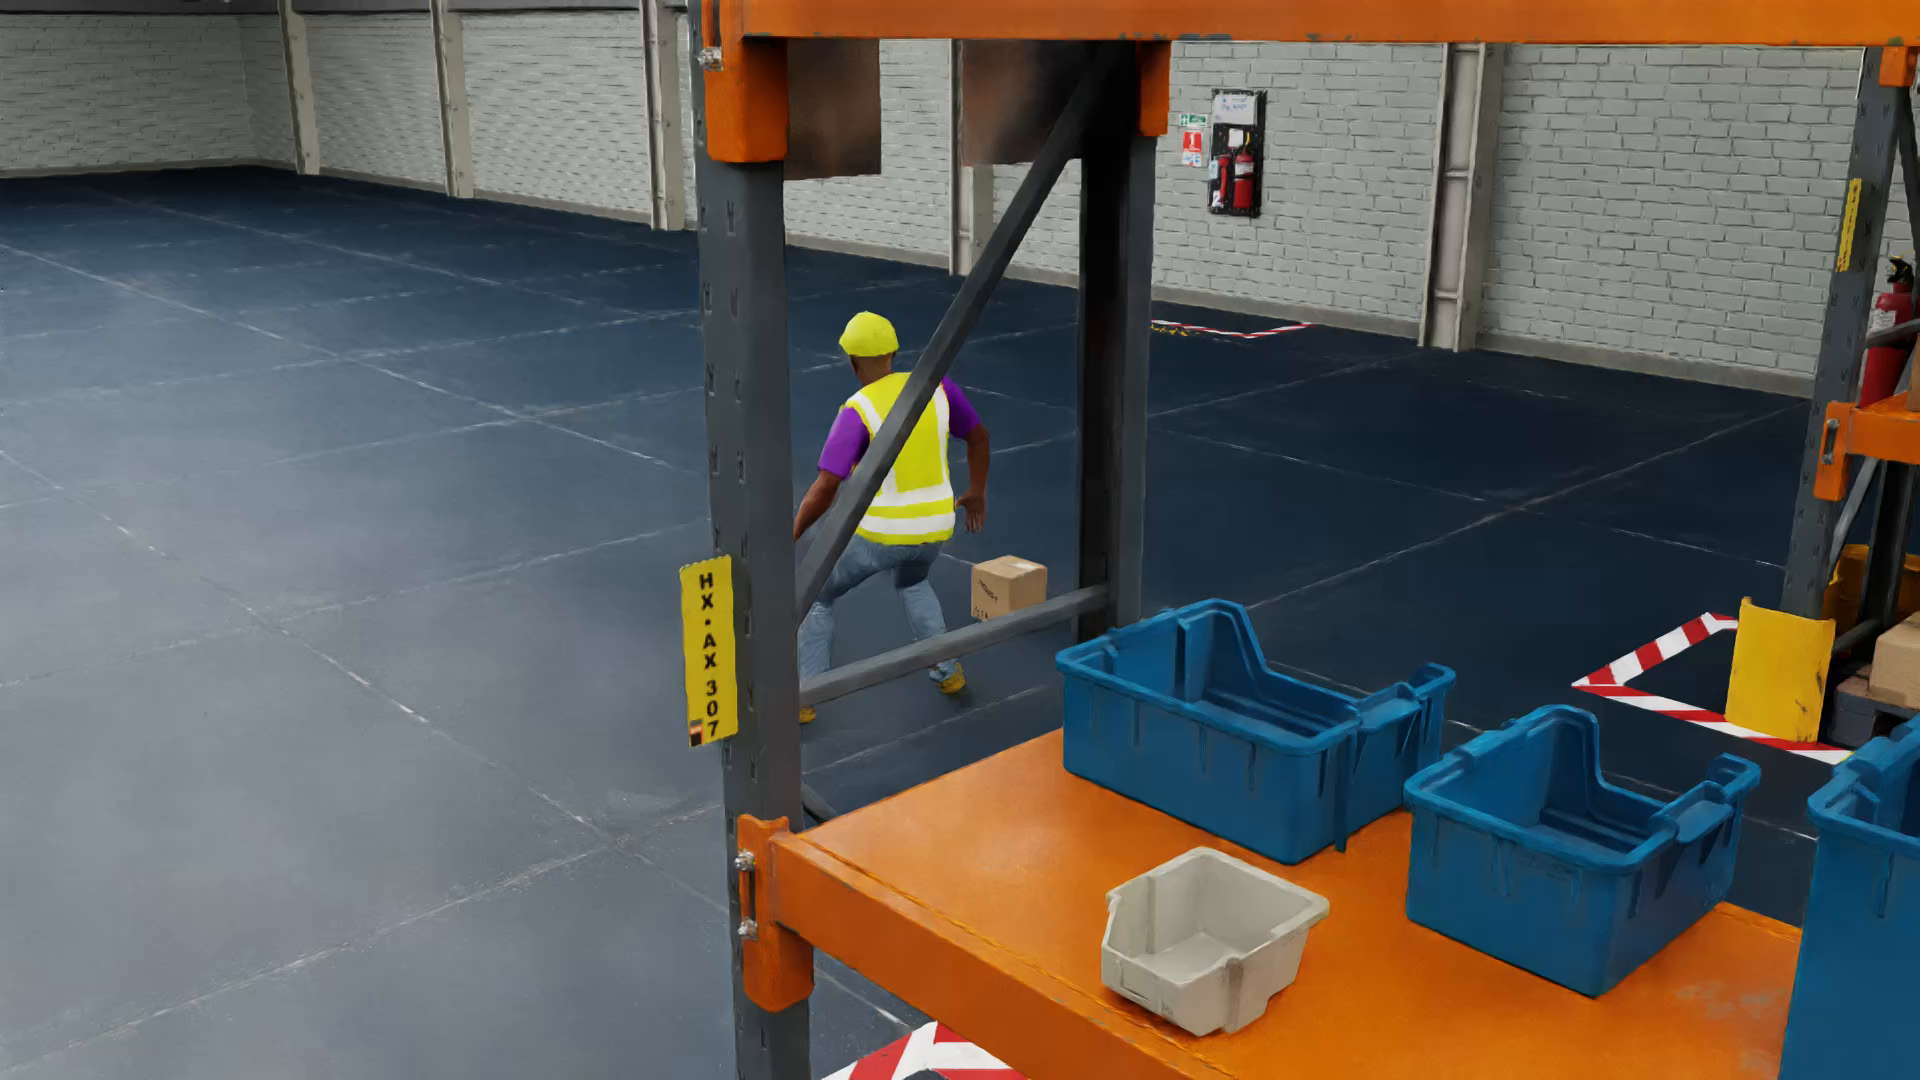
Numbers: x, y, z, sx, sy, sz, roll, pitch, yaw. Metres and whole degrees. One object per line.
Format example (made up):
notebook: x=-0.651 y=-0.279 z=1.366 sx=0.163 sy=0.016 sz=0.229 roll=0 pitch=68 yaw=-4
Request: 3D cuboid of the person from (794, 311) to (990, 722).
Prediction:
person: x=-0.333 y=-0.104 z=6.602 sx=0.894 sy=1.620 sz=0.544 roll=-11 pitch=20 yaw=-32
